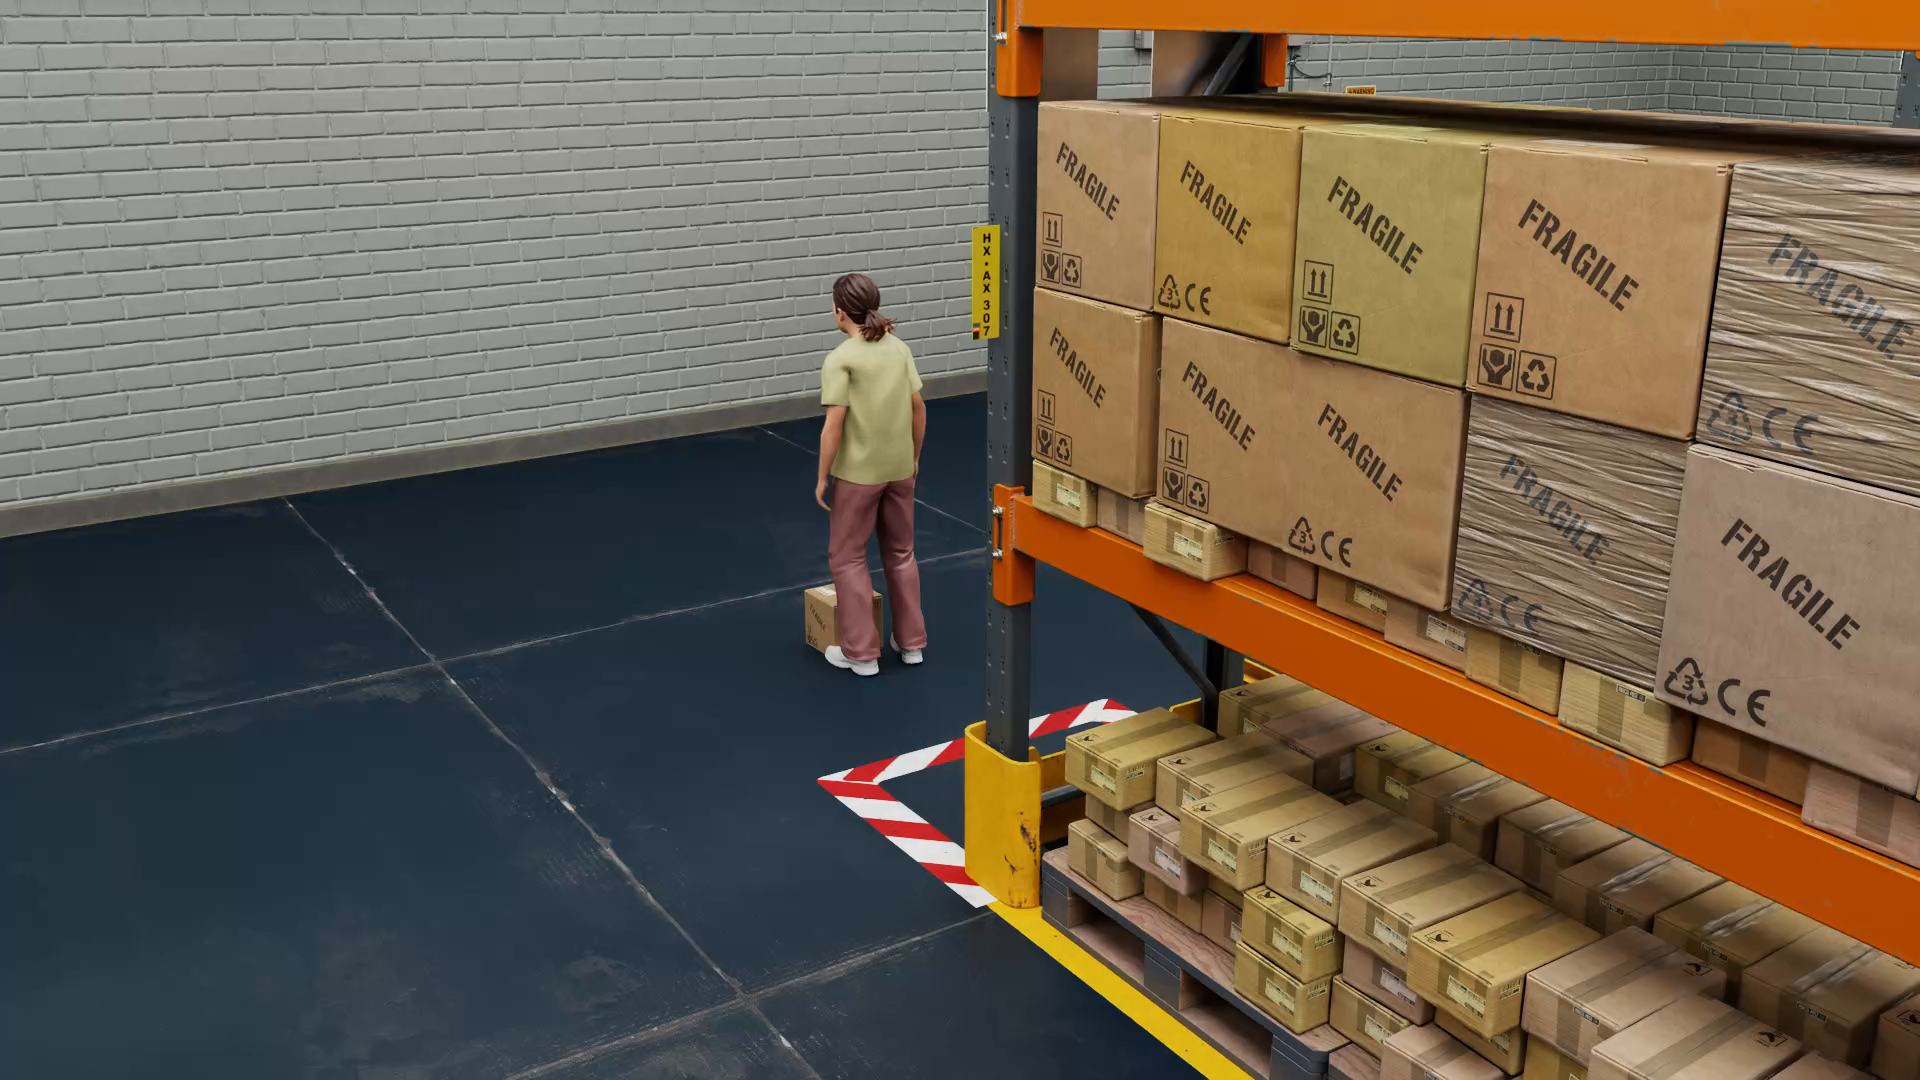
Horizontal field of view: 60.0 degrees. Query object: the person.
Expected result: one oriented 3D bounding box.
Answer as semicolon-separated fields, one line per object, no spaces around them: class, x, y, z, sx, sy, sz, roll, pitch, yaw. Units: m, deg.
person;-0.373;-0.265;6.867;0.520;1.673;0.357;-13;22;-34
